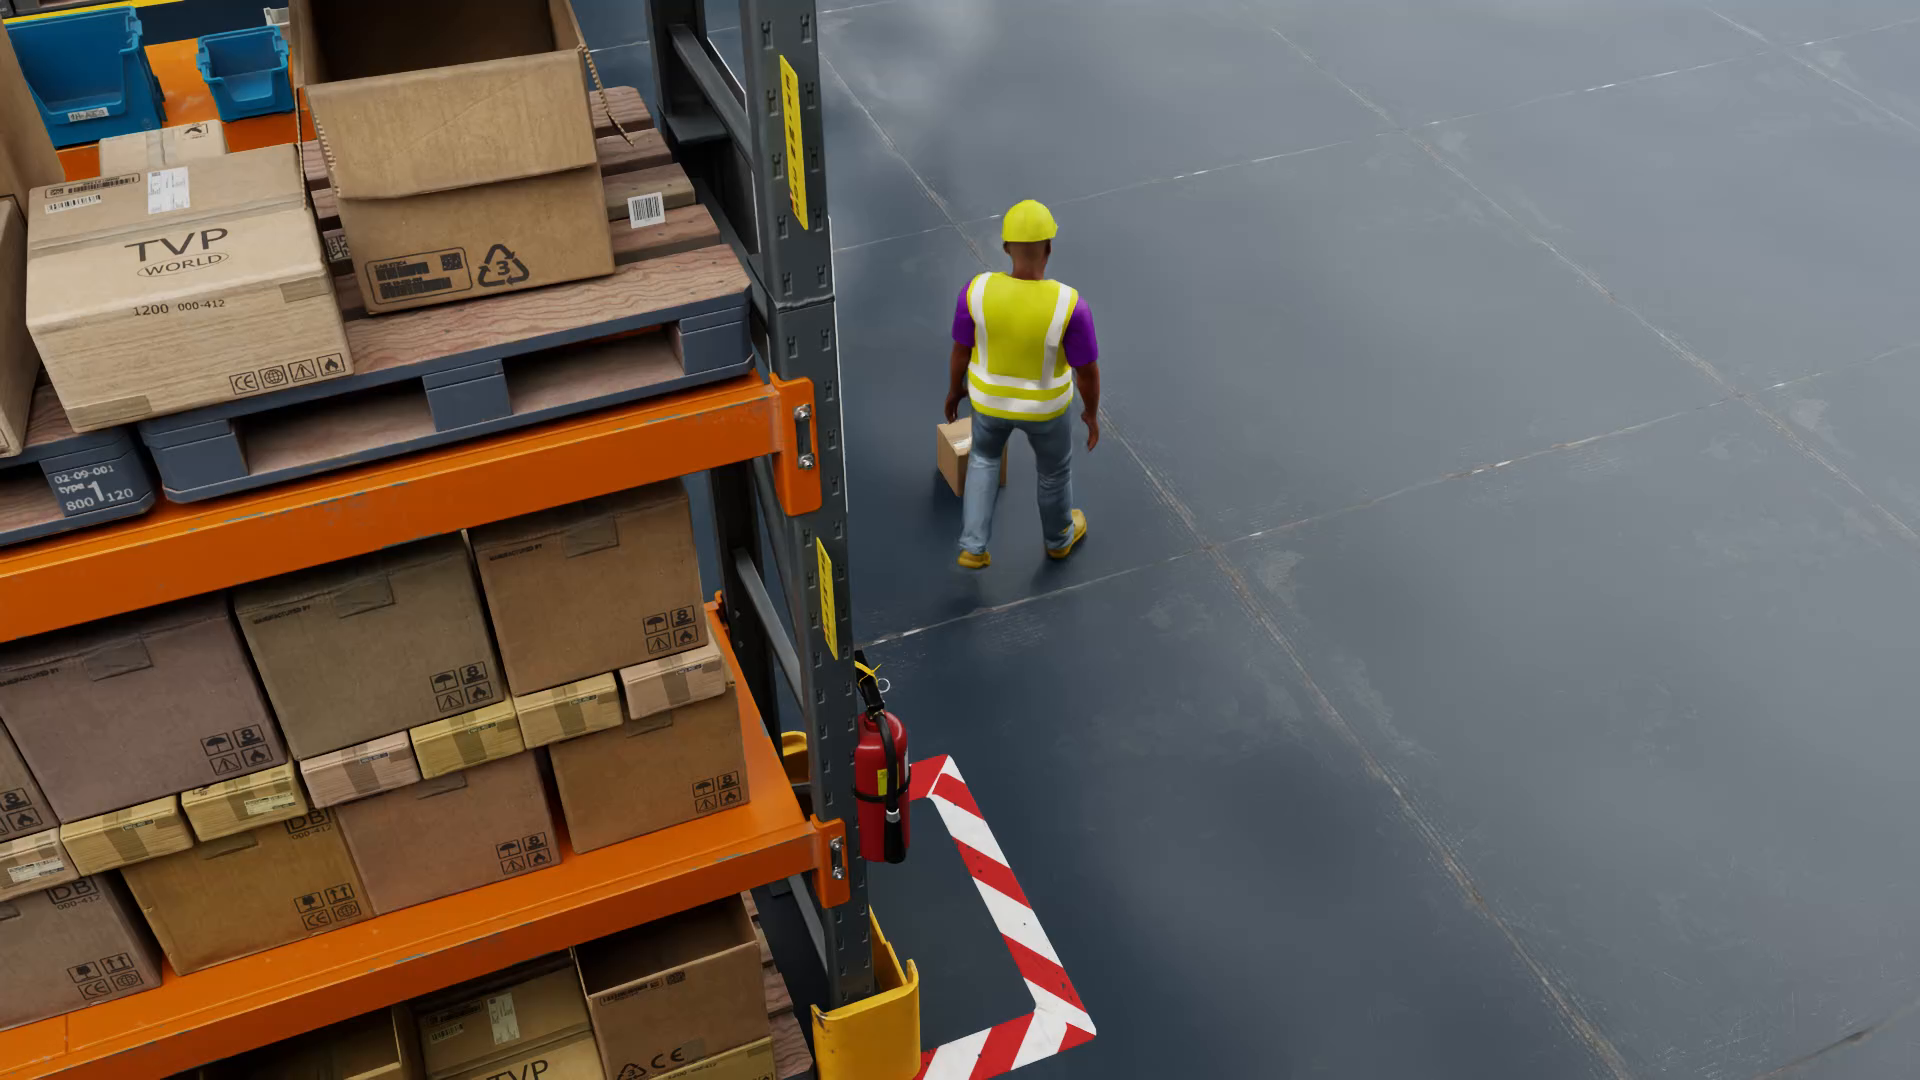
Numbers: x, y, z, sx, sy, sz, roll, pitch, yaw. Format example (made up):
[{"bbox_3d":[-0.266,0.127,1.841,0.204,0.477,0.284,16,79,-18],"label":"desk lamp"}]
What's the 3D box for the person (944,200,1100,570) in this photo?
[{"bbox_3d":[0.258,-0.583,6.782,0.655,1.761,0.638,8,42,8],"label":"person"}]
